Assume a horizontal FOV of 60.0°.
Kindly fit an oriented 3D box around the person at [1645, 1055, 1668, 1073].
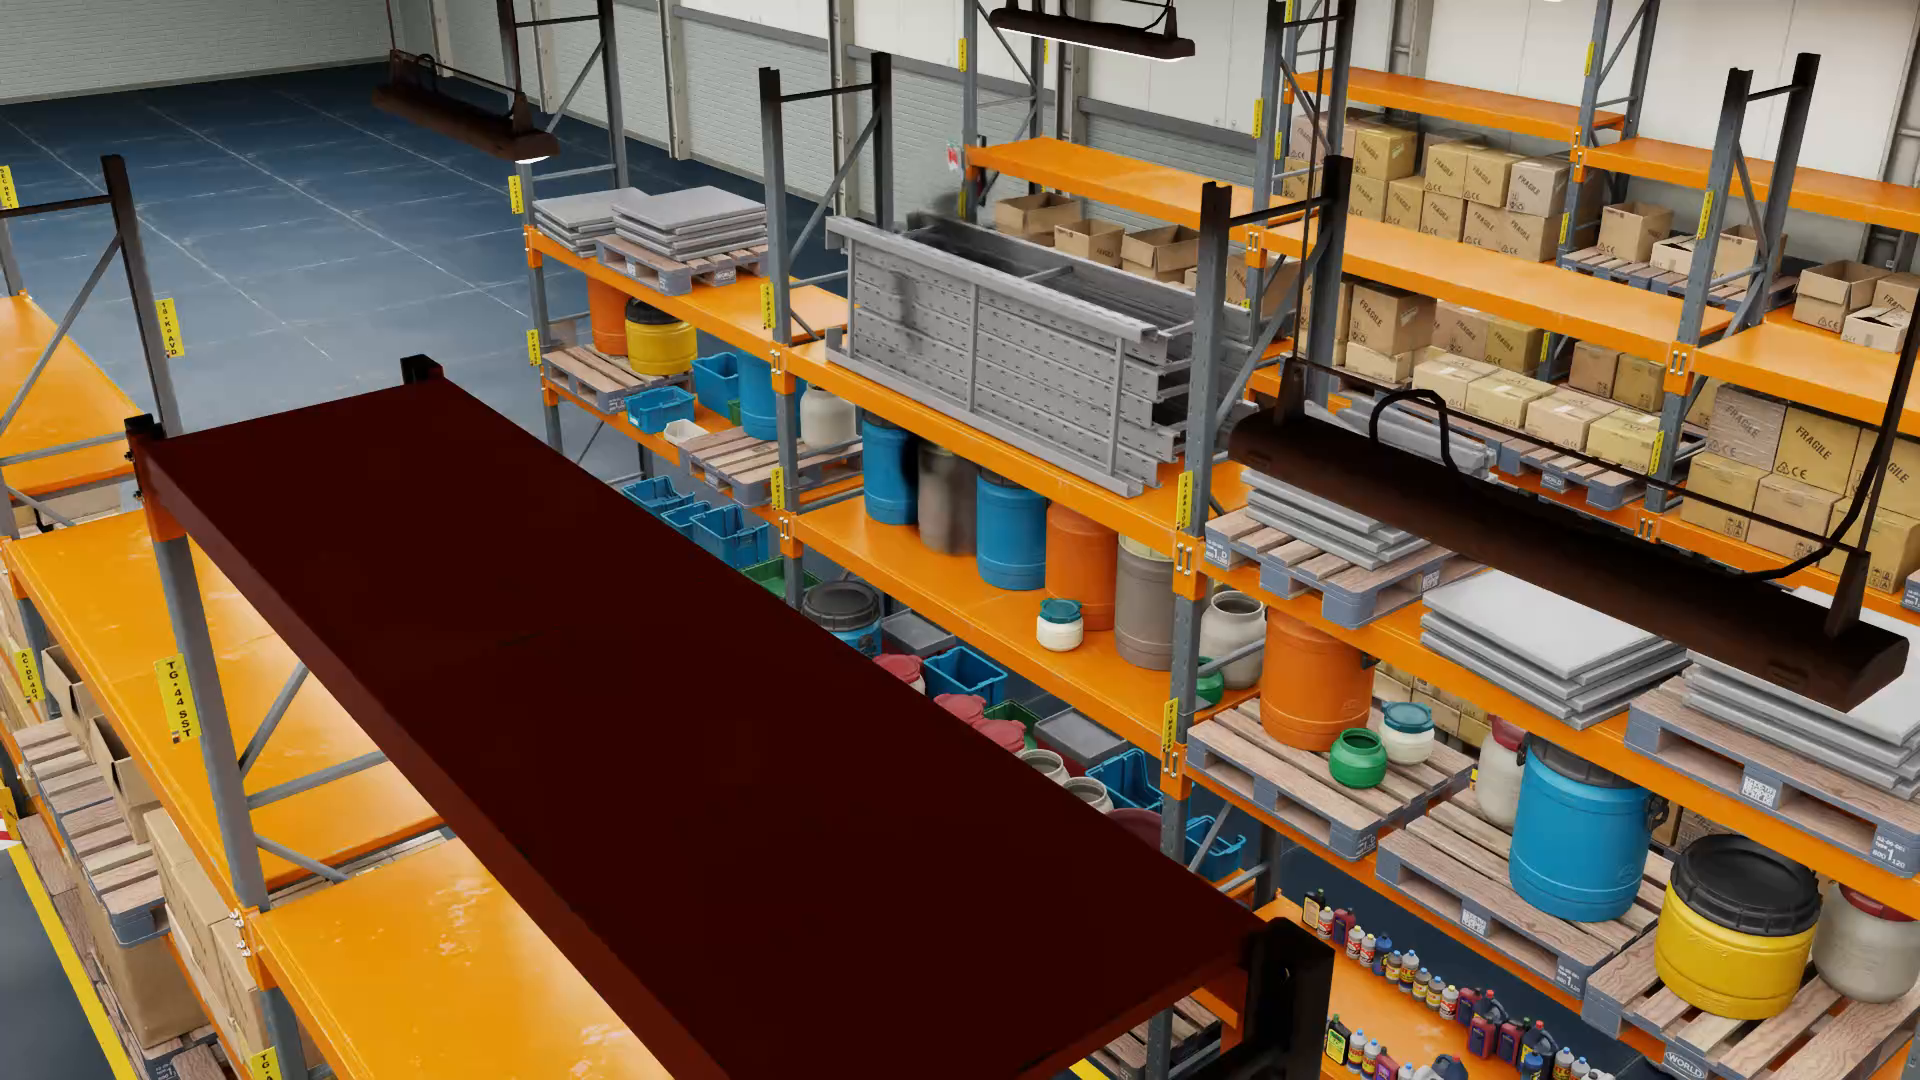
[{"bbox_3d":[4.818,2.774,10.573,0.625,1.718,0.702,20,33,36],"label":"person"}]
